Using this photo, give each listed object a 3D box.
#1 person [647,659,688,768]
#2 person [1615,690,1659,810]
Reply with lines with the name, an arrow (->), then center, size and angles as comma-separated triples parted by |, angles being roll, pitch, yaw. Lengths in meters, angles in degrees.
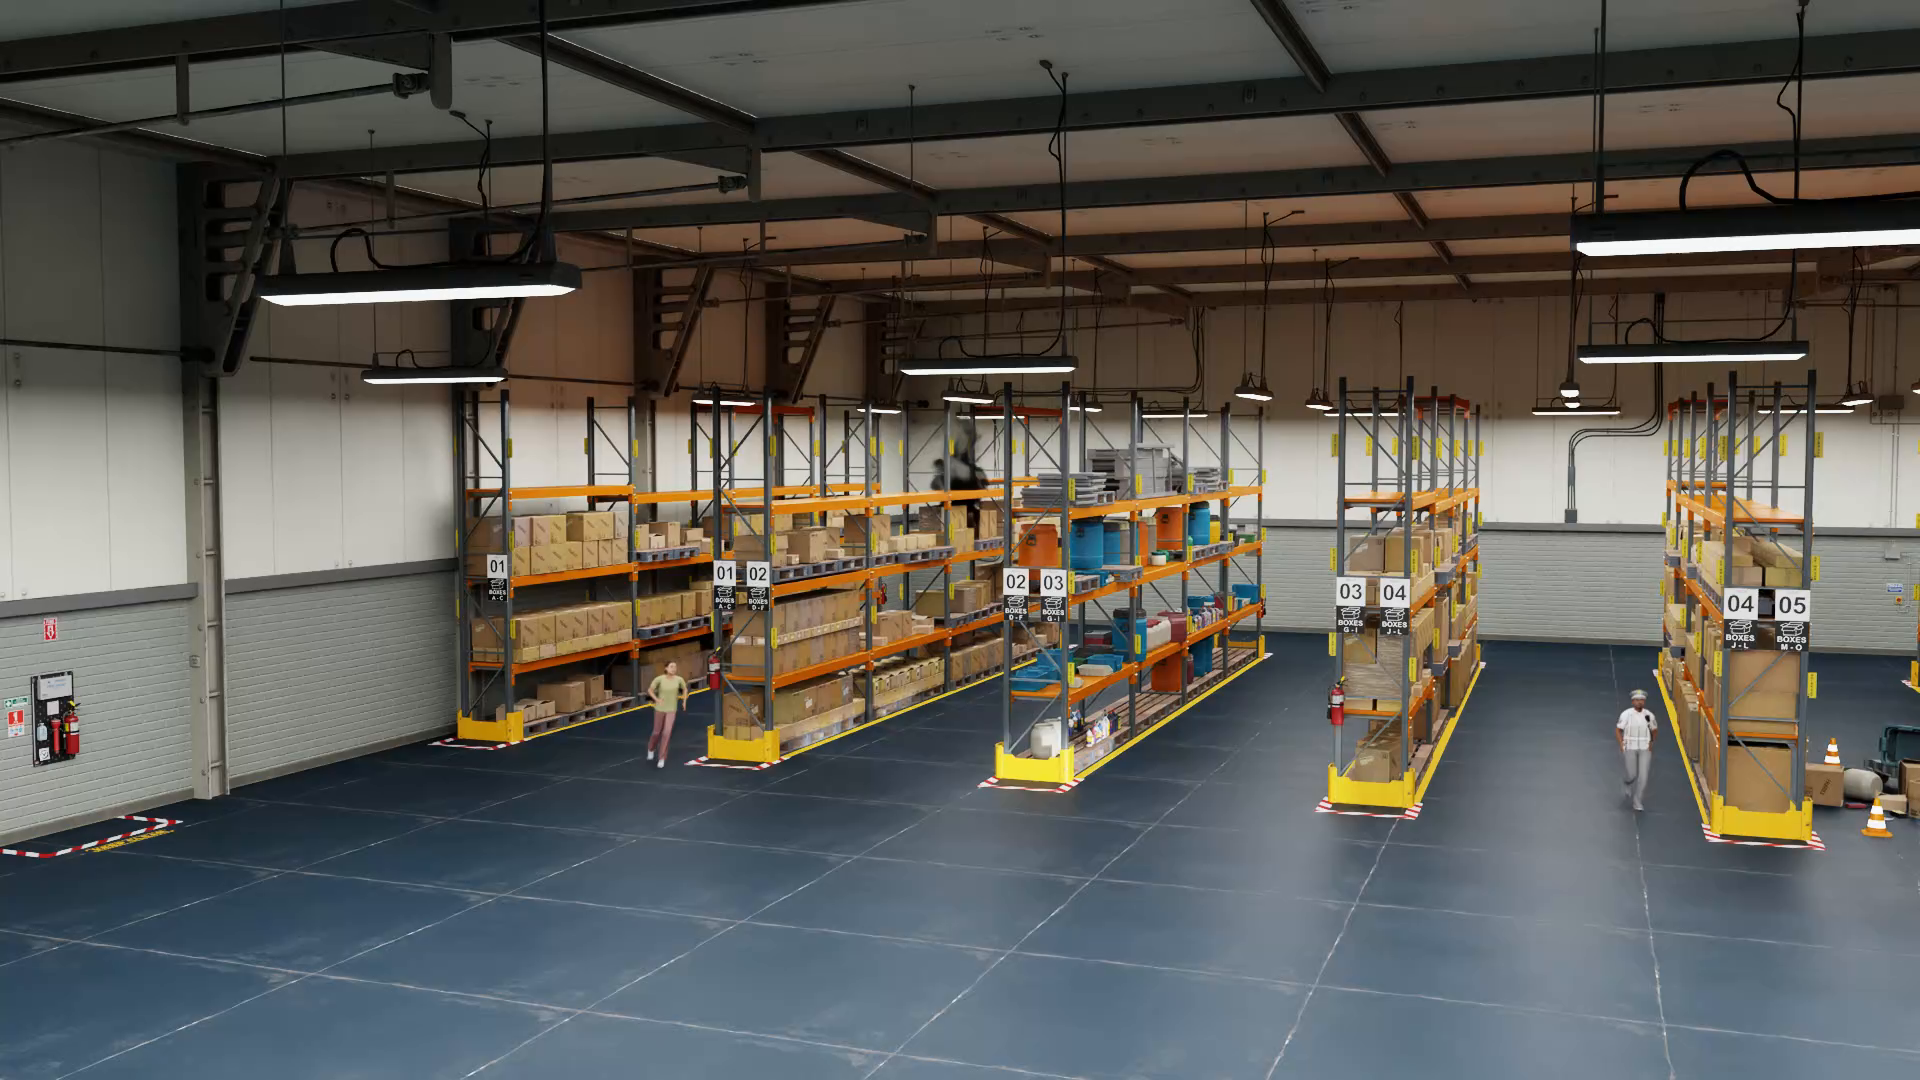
person -> -4.615, 2.710, 26.325 | 0.638, 1.652, 0.883 | -1, 3, -16
person -> 9.428, 2.900, 23.140 | 0.566, 1.646, 0.598 | 1, 3, 14
